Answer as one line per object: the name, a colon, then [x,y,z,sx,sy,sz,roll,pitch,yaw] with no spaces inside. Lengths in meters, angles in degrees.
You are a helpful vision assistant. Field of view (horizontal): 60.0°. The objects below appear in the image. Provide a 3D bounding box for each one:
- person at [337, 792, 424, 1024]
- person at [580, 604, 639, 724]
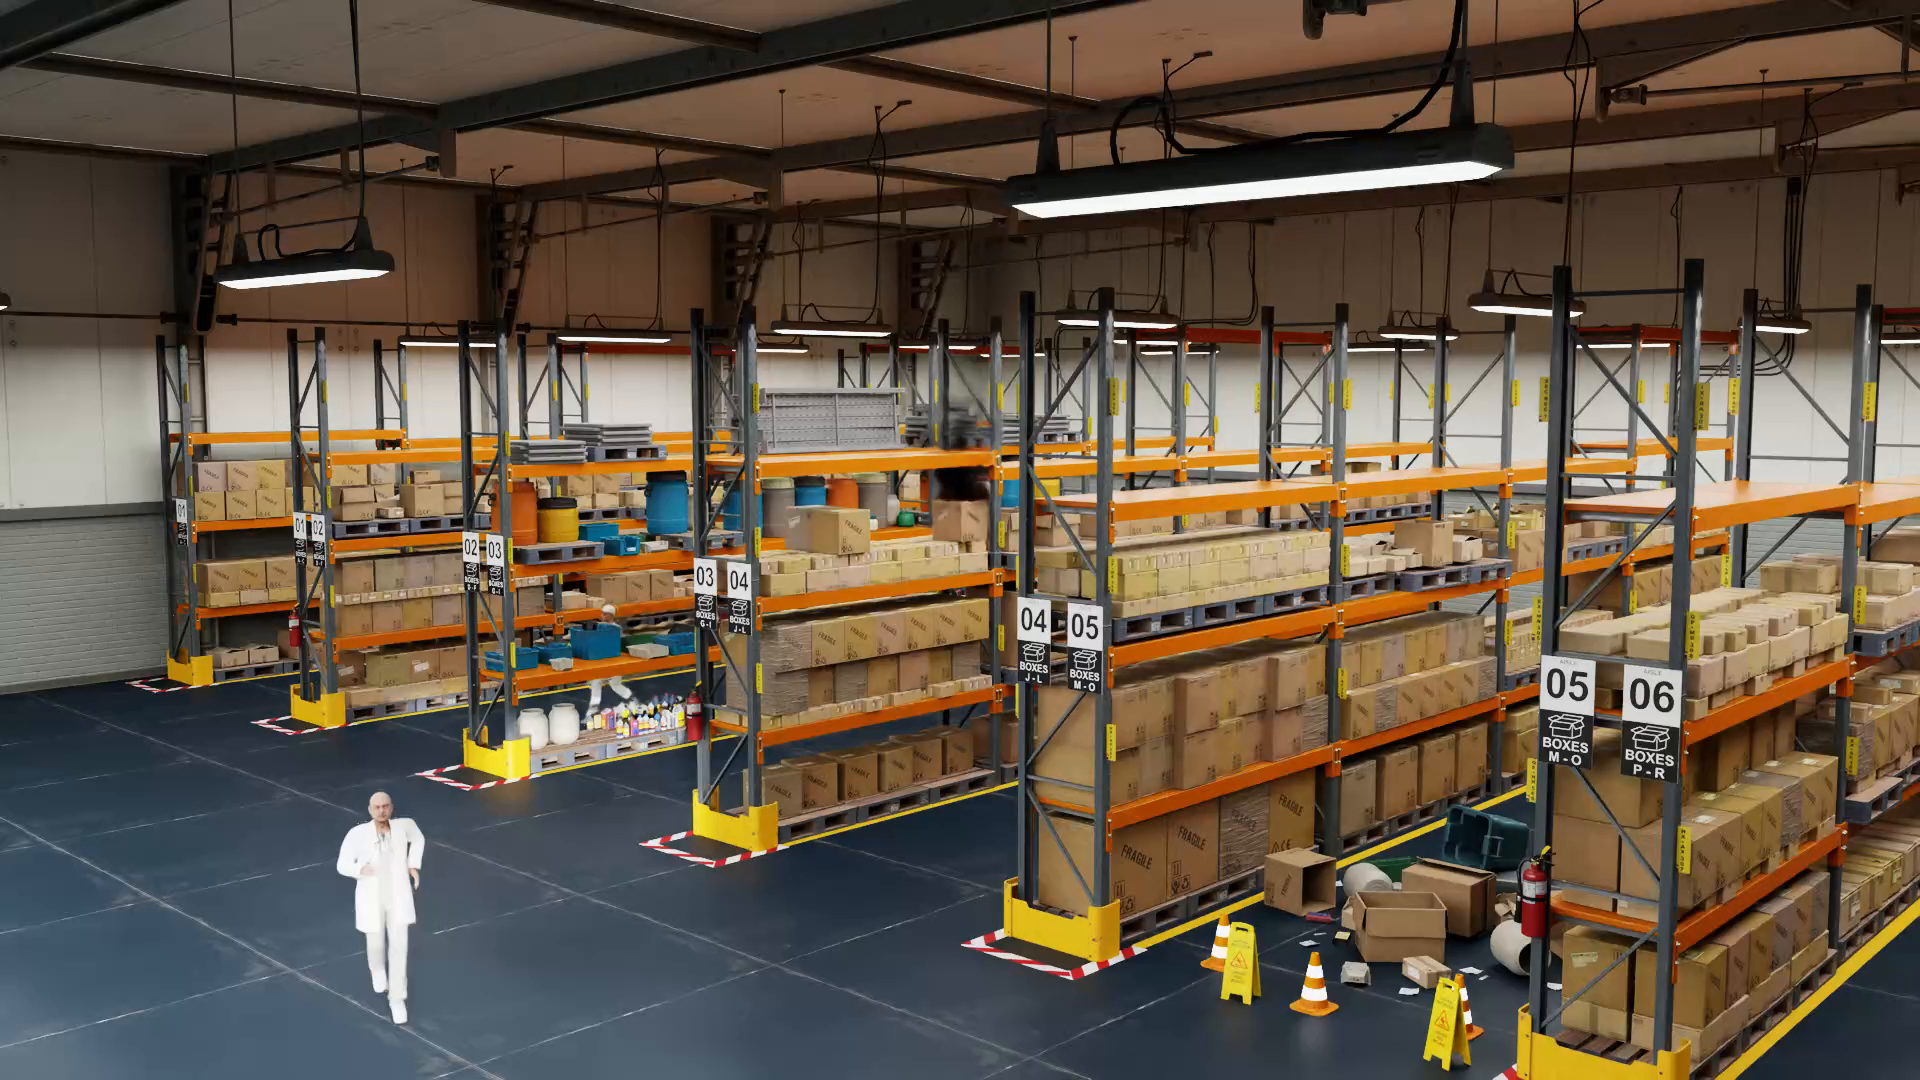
person: [-4.747,2.961,13.703,0.701,1.784,1.034,-2,6,-22]
person: [-5.360,1.865,25.329,0.659,1.774,1.002,5,7,42]
